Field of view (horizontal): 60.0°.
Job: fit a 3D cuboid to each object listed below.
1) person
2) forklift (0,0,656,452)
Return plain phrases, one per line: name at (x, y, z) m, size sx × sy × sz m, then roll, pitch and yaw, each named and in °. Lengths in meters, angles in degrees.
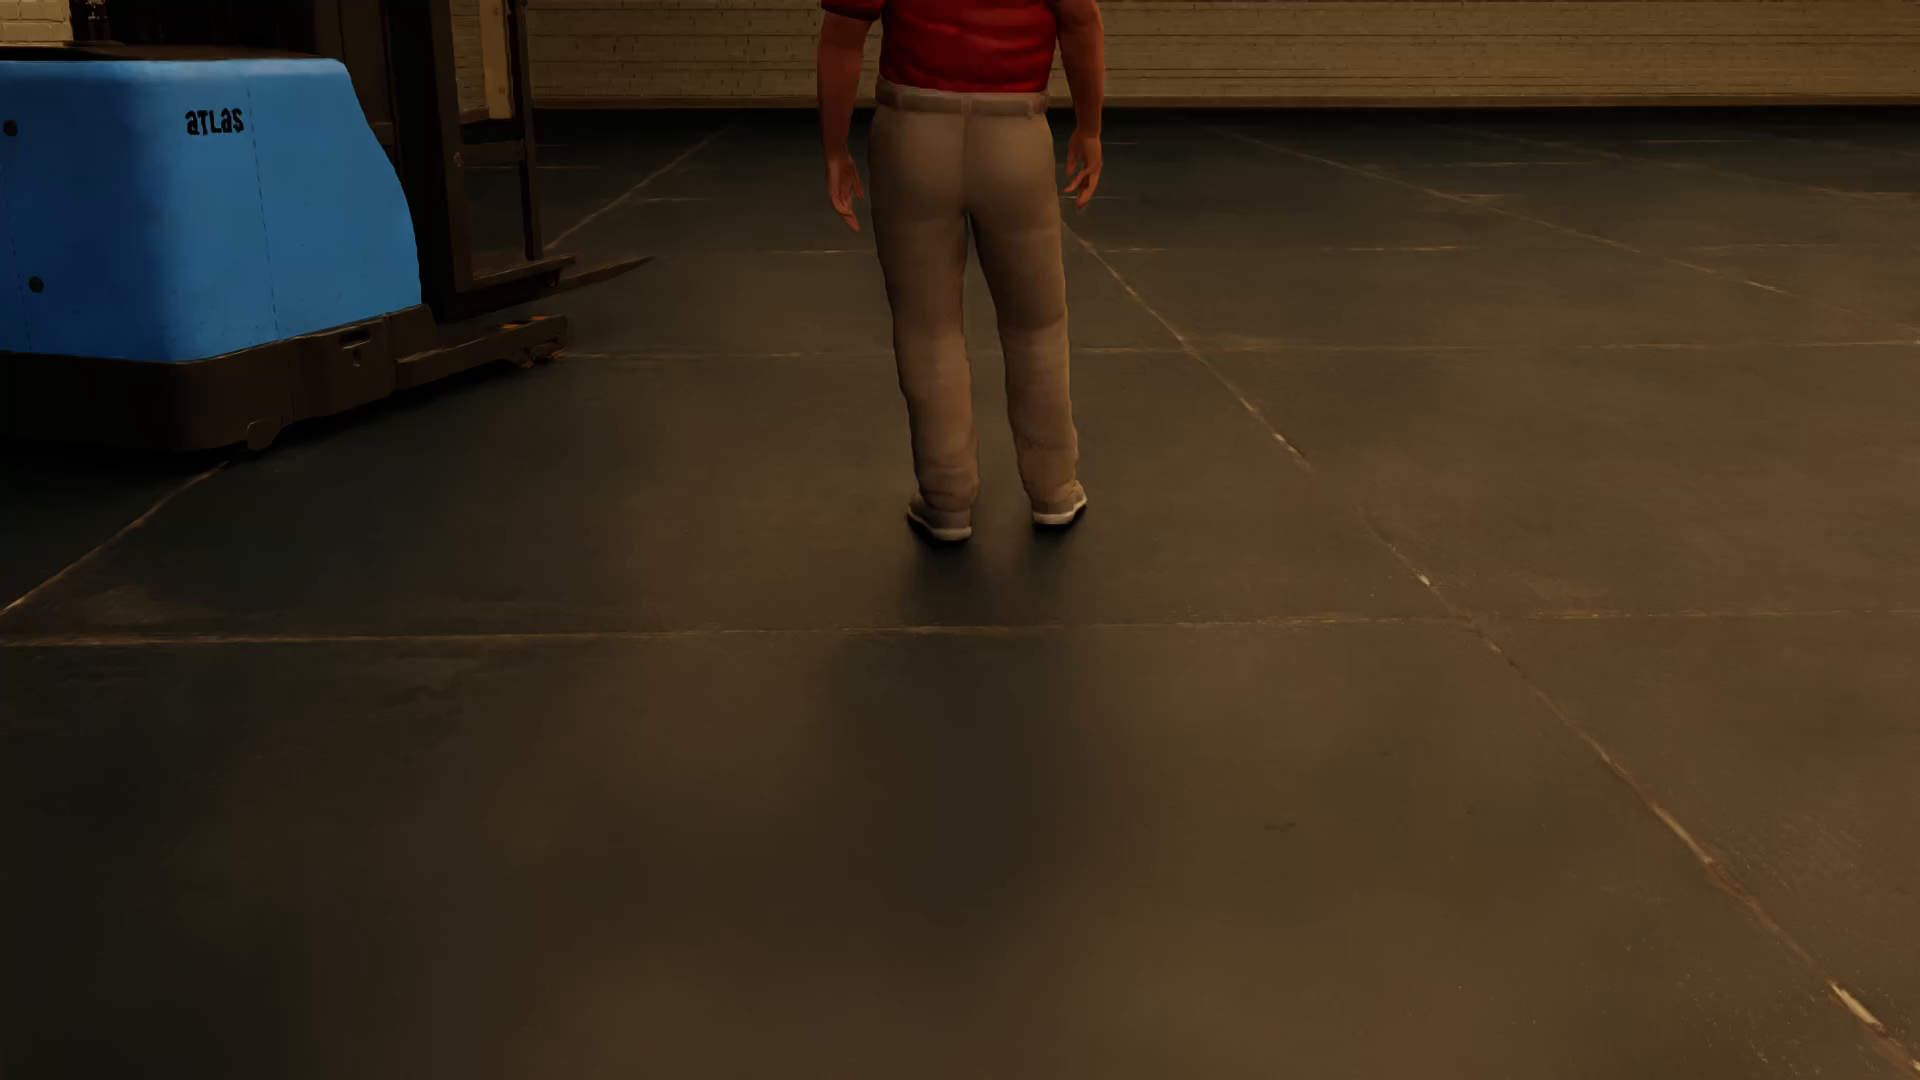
person at (0.007, -0.858, 3.750) m, size 0.640 × 1.723 × 0.550 m, roll -1°, pitch 17°, yaw -3°
forklift at (-2.075, -2.029, 5.540) m, size 1.130 × 2.935 × 3.031 m, roll 5°, pitch 18°, yaw 16°
